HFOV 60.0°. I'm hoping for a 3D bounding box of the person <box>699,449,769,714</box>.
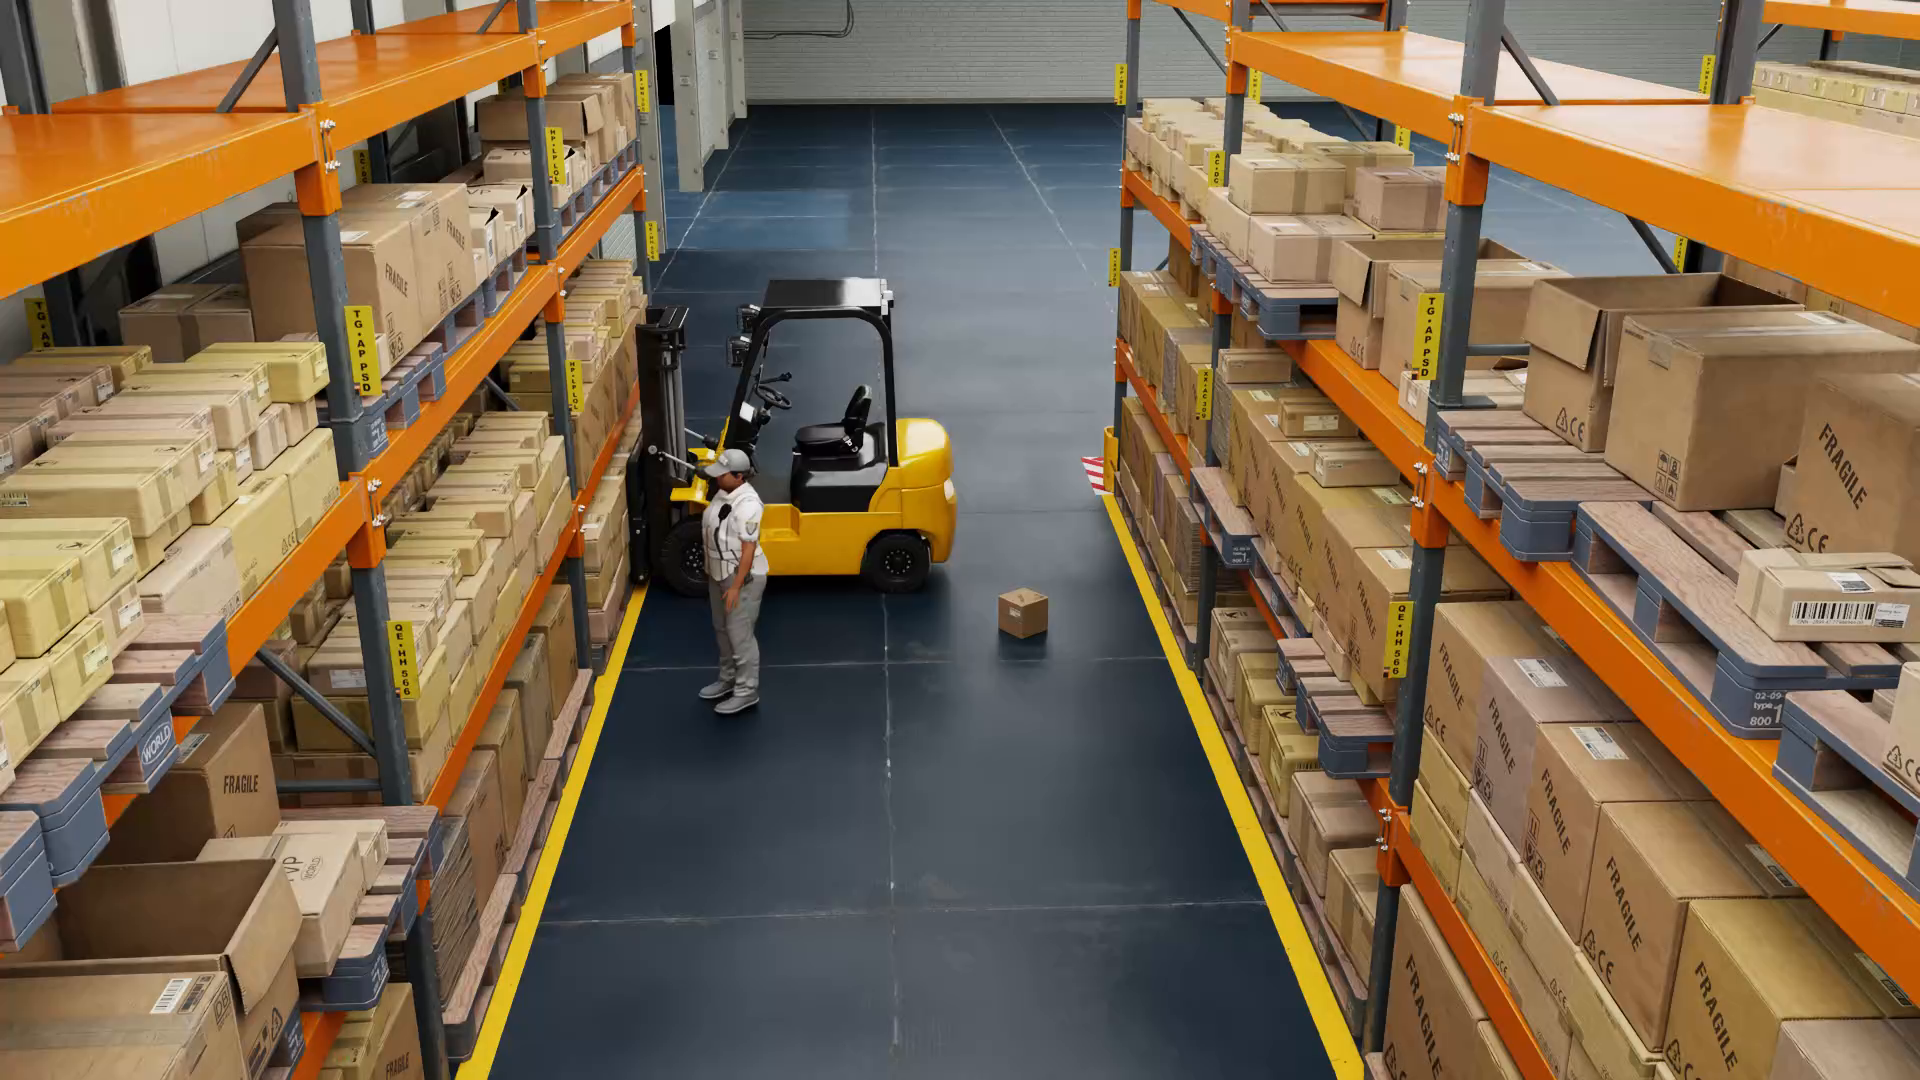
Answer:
[{"bbox_3d":[-1.428,0.236,10.395,0.426,1.677,0.498,-11,23,-28],"label":"person"}]
